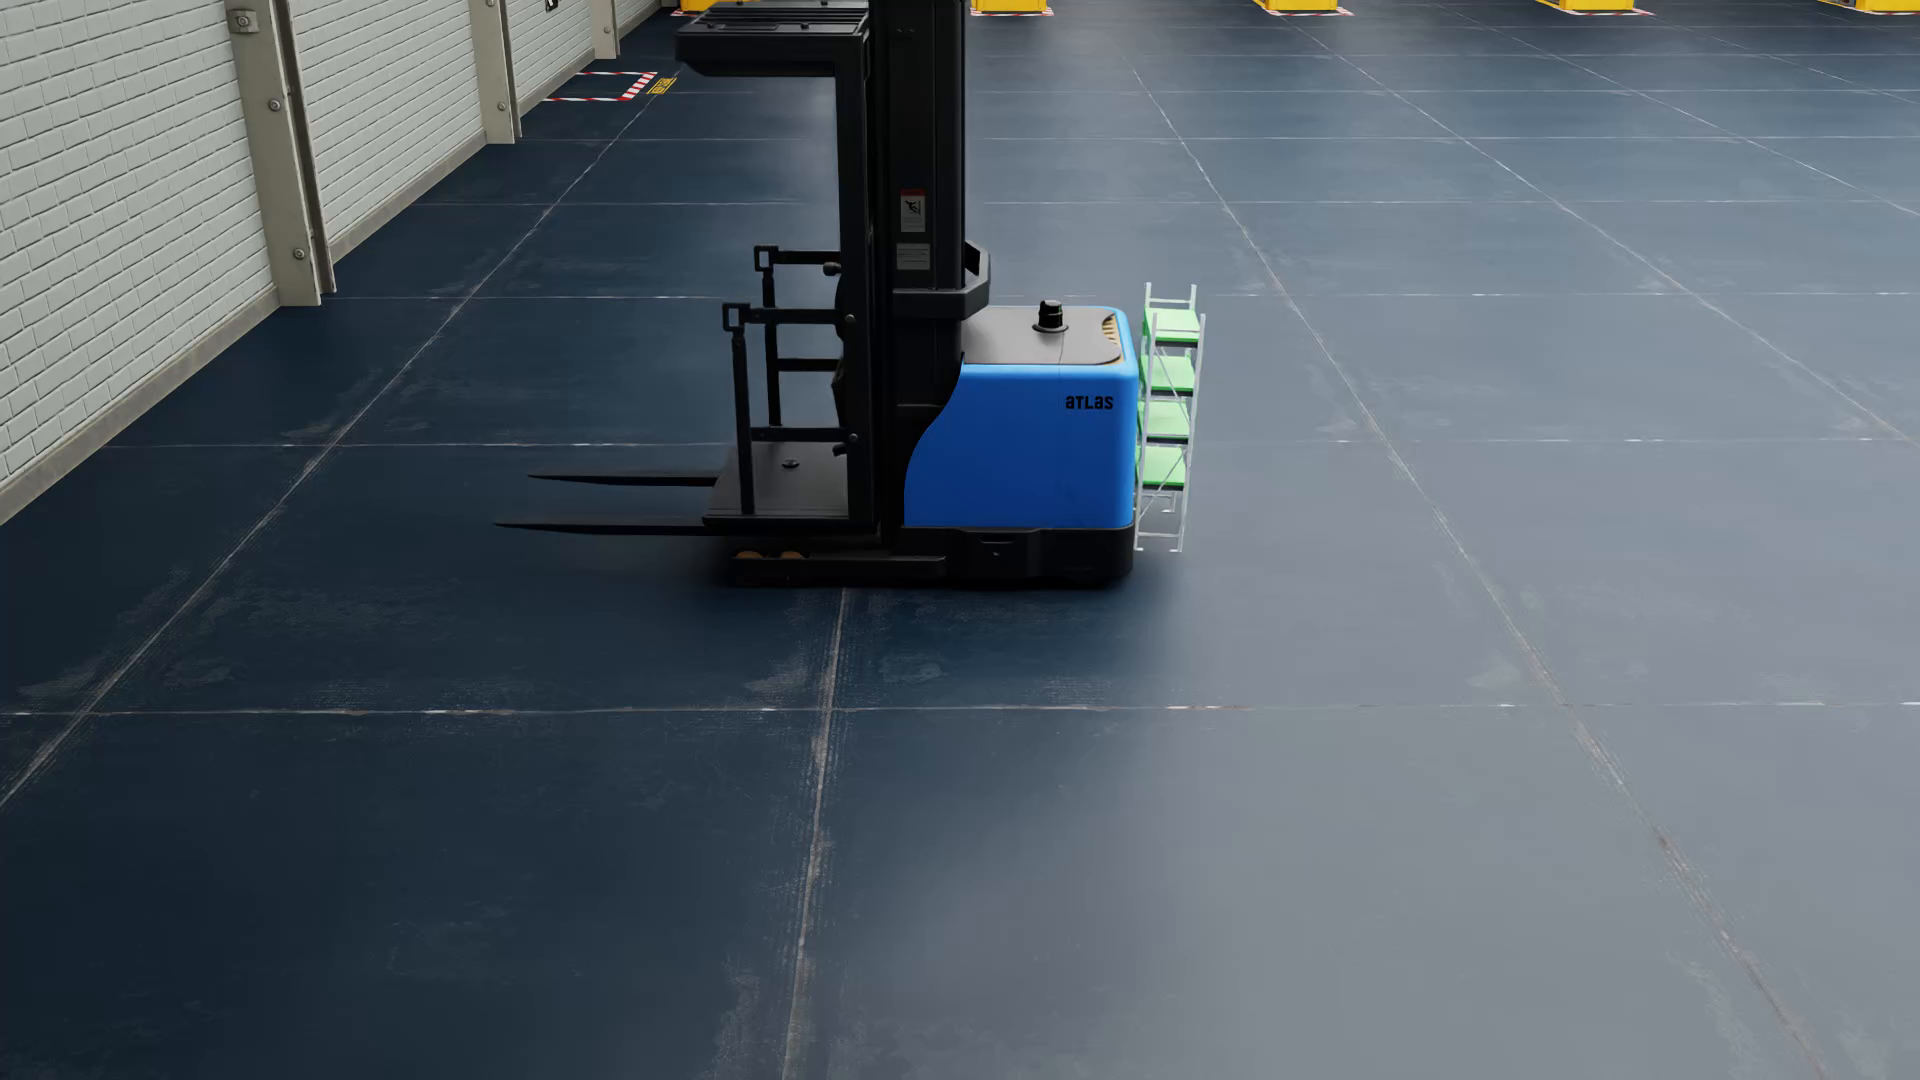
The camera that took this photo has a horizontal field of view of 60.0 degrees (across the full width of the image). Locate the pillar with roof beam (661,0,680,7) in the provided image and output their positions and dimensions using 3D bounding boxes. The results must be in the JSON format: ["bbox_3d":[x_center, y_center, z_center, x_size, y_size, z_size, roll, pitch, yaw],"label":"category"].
[{"bbox_3d":[-0.669,-13.305,26.748,9.100,9.000,0.400,0,24,-1],"label":"pillar with roof beam"}]

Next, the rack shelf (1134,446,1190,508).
[{"bbox_3d":[0.983,-0.319,8.224,0.258,0.148,0.480,3,24,1],"label":"rack shelf"}]

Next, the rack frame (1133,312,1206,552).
[{"bbox_3d":[0.984,-0.495,7.876,0.240,1.200,0.015,3,24,1],"label":"rack frame"}]

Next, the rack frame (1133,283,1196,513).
[{"bbox_3d":[1.004,-0.696,8.320,0.240,1.200,0.015,3,24,1],"label":"rack frame"}]

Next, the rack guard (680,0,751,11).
[{"bbox_3d":[-4.102,-9.160,27.897,1.175,0.500,0.348,0,24,-1],"label":"rack guard"}]

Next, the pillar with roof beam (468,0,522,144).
[{"bbox_3d":[-0.538,-8.360,15.815,9.100,9.000,0.400,0,24,-1],"label":"pillar with roof beam"}]

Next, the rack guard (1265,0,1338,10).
[{"bbox_3d":[5.758,-9.204,27.995,1.175,0.500,0.348,0,24,-1],"label":"rack guard"}]

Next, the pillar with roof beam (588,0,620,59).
[{"bbox_3d":[-0.603,-10.833,21.282,9.100,9.000,0.400,0,24,-1],"label":"pillar with roof beam"}]

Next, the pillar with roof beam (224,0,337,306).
[{"bbox_3d":[-0.472,-5.888,10.349,9.100,9.000,0.400,0,24,-1],"label":"pillar with roof beam"}]

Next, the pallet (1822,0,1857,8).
[{"bbox_3d":[15.632,-9.374,28.720,1.003,0.211,1.213,0,24,-1],"label":"pallet"}]

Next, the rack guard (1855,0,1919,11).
[{"bbox_3d":[15.719,-9.166,27.911,1.175,0.500,0.348,0,24,-1],"label":"rack guard"}]

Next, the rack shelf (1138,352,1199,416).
[{"bbox_3d":[1.000,-0.755,8.025,0.258,0.148,0.480,3,24,1],"label":"rack shelf"}]

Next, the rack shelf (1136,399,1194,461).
[{"bbox_3d":[0.992,-0.537,8.124,0.258,0.148,0.480,3,24,1],"label":"rack shelf"}]

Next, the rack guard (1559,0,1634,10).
[{"bbox_3d":[10.757,-9.227,28.044,1.175,0.500,0.348,0,24,-1],"label":"rack guard"}]

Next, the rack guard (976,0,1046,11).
[{"bbox_3d":[0.853,-9.143,27.858,1.175,0.500,0.348,0,24,-1],"label":"rack guard"}]

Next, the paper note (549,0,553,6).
[{"bbox_3d":[-4.986,-6.587,20.243,0.016,0.148,0.142,0,24,-1],"label":"paper note"}]

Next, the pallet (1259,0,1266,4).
[{"bbox_3d":[5.754,-9.408,28.795,1.003,0.211,1.213,0,24,-1],"label":"pallet"}]

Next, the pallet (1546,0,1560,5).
[{"bbox_3d":[10.784,-9.430,28.845,1.003,0.211,1.213,0,24,-1],"label":"pallet"}]

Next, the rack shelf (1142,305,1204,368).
[{"bbox_3d":[1.009,-0.974,7.926,0.258,0.148,0.480,3,24,1],"label":"rack shelf"}]

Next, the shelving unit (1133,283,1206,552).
[{"bbox_3d":[0.994,-0.595,8.098,0.258,1.200,0.503,3,24,1],"label":"shelving unit"}]

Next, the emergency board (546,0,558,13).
[{"bbox_3d":[-4.919,-7.061,20.223,0.194,1.169,0.643,0,24,-1],"label":"emergency board"}]

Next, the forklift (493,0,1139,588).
[{"bbox_3d":[-0.695,-1.331,7.637,3.031,2.935,1.130,1,24,1],"label":"forklift"}]
